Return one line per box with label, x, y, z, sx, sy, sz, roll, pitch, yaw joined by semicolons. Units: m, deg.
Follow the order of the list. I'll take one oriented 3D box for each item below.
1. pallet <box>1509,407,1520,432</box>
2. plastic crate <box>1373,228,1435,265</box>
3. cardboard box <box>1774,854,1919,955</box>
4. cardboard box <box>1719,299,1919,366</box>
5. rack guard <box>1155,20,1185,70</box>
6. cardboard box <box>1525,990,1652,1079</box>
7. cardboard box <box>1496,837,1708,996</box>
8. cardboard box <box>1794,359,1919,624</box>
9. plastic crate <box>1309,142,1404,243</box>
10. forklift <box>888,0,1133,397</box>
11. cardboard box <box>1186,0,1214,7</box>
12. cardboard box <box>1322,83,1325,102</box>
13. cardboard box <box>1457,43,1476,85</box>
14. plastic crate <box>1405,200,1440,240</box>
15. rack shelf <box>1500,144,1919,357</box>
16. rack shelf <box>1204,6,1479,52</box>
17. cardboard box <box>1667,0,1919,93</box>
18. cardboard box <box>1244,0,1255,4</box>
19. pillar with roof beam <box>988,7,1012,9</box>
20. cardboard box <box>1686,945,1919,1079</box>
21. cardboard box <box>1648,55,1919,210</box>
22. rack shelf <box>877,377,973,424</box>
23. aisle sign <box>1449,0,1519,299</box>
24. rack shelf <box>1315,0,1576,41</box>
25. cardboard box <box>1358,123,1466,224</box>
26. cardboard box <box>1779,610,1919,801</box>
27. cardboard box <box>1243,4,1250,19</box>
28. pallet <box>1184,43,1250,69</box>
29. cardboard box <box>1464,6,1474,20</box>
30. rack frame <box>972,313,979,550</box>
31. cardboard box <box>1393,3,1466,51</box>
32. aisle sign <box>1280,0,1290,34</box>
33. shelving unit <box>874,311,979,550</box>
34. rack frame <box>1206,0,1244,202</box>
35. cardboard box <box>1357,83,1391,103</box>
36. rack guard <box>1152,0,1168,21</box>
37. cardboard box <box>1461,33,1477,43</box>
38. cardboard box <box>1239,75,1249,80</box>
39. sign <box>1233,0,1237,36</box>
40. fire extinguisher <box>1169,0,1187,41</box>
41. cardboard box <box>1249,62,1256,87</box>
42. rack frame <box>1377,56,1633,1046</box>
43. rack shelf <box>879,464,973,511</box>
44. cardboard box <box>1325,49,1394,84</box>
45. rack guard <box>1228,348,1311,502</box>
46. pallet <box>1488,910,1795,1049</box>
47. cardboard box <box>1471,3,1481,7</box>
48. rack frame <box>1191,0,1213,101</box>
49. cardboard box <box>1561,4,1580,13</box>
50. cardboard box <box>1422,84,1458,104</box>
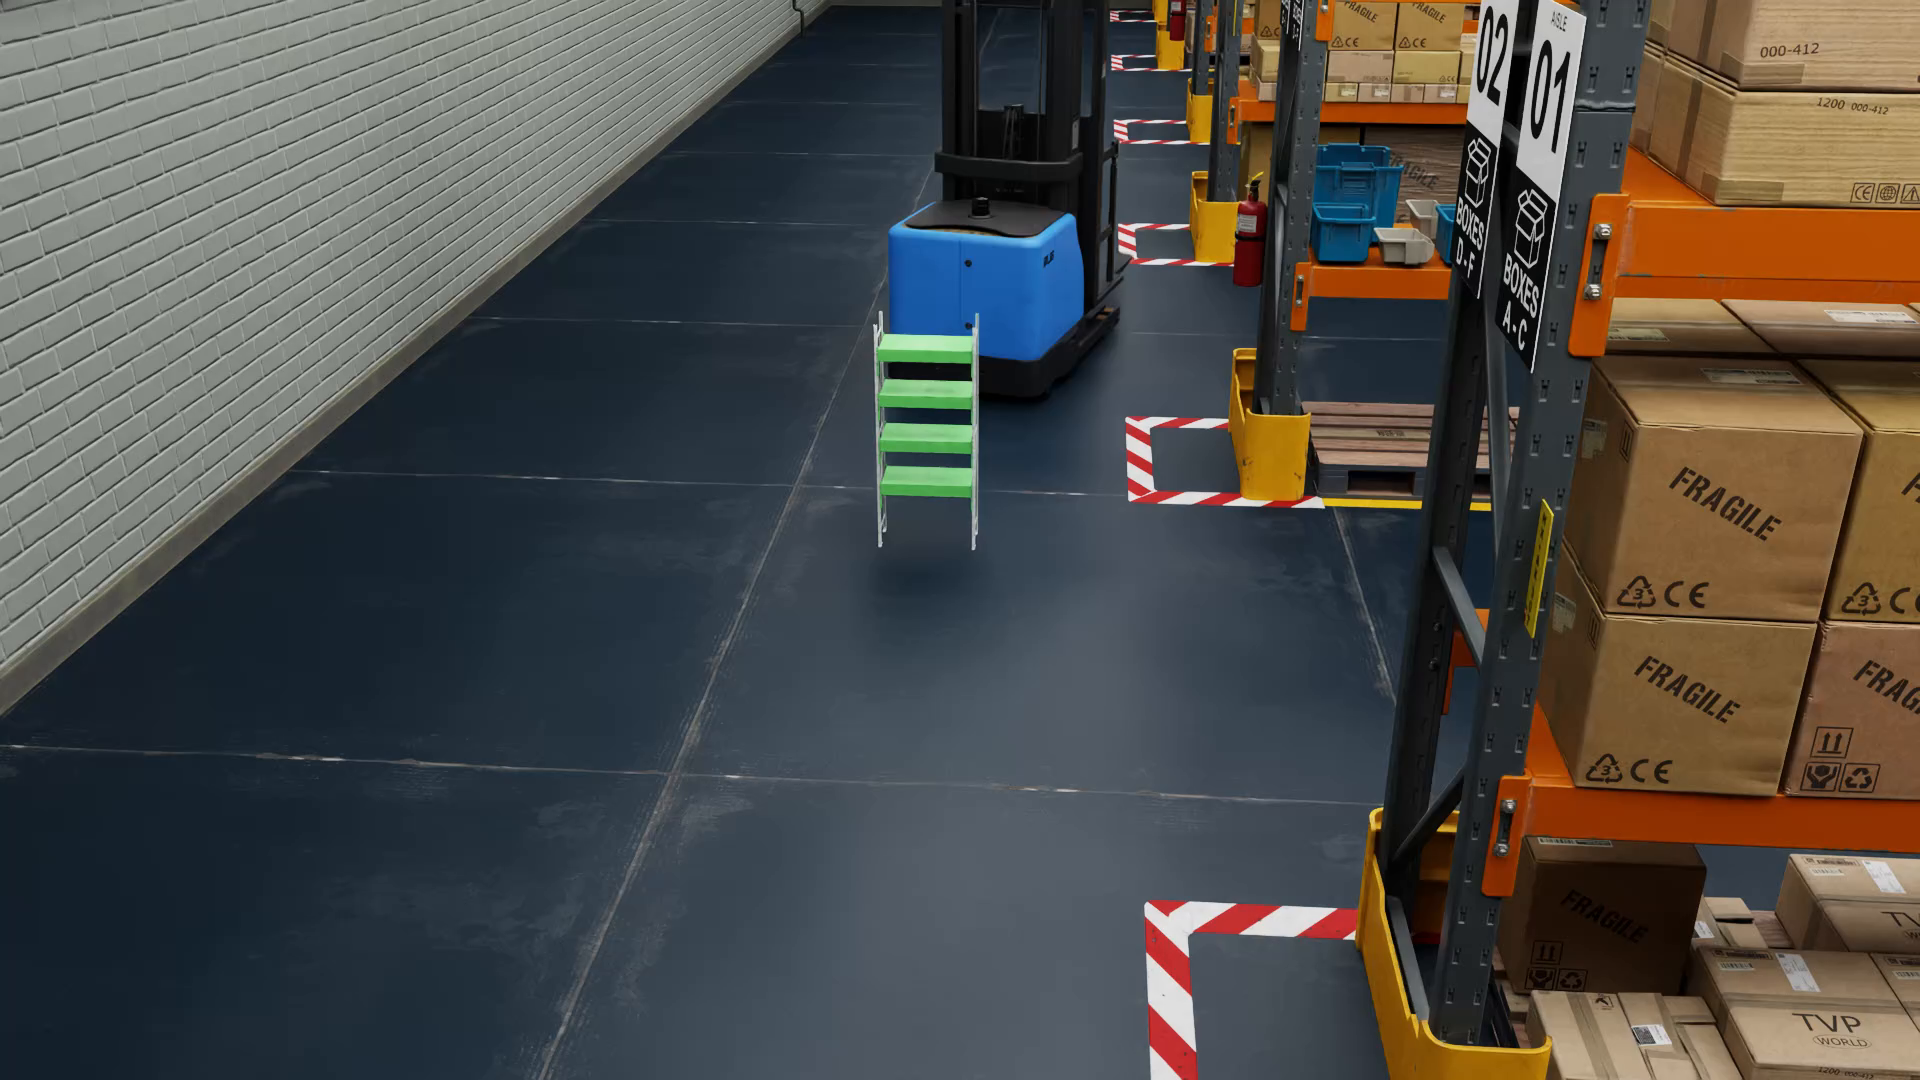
pallet;3.838;-0.479;9.538;1.213;0.211;1.003;2;25;4
plastic crate;2.340;-1.546;8.764;0.298;0.136;0.250;2;25;4
cardboard box;2.928;1.243;5.223;0.500;0.250;0.500;2;25;4
cardboard box;2.391;-0.348;4.602;0.500;0.500;0.500;3;25;5
rack guard;2.919;-6.888;23.121;0.348;0.500;1.175;2;25;4
cardboard box;1.814;1.488;4.812;0.250;0.149;0.380;2;25;4
cardboard box;1.984;1.087;5.264;0.500;0.500;0.500;2;25;4
cardboard box;2.367;-0.126;4.119;0.500;0.500;0.500;2;25;5
plastic crate;2.154;-1.939;9.260;0.499;0.435;0.616;2;25;4
forklift;0.518;-2.827;11.386;1.130;2.935;3.031;9;26;18
cardboard box;3.922;-9.089;27.399;0.637;0.503;0.797;1;25;2
cardboard box;2.769;-3.622;13.333;0.250;0.149;0.380;1;25;3
cardboard box;4.183;-3.786;13.212;0.500;0.250;0.500;1;25;3
plastic crate;2.632;-1.785;9.284;0.243;0.136;0.396;2;25;4
rack shelf;3.417;-0.736;4.032;4.000;0.370;1.077;2;25;4
rack shelf;4.659;-5.566;18.118;4.000;0.370;1.077;2;25;4
cardboard box;1.915;-1.160;3.676;0.500;0.250;0.500;2;25;4
cardboard box;3.092;-6.007;17.742;0.500;0.500;0.500;3;25;6
pillar with roof beam;0.371;-11.485;22.944;0.400;9.000;9.100;2;25;4
cardboard box;2.441;1.437;4.801;0.500;0.250;0.500;2;25;4
cardboard box;1.915;-0.936;3.786;0.500;0.250;0.500;2;25;4
rack shelf;-0.165;-0.710;8.437;0.480;0.148;0.258;2;25;4
aisle sign;1.378;-1.075;4.387;0.004;0.787;0.394;2;25;4
rack shelf;3.800;-2.800;8.519;4.000;0.370;1.077;2;25;4
cardboard box;3.736;-3.102;13.942;0.875;0.875;0.875;2;25;4
cardboard box;2.360;0.329;4.326;0.500;0.500;0.500;2;25;3
cardboard box;2.963;-5.695;17.839;0.250;0.149;0.380;2;25;4
pallet;3.747;-6.763;23.195;1.213;0.211;1.003;2;25;4
cardboard box;5.295;-5.637;17.712;0.250;0.149;0.380;1;25;2
rack frame;0.078;-0.543;8.494;0.015;1.200;0.240;2;25;4
cardboard box;3.658;-4.142;13.090;0.500;0.500;0.500;1;25;3
aisle sign;1.756;-3.133;8.861;0.004;0.787;0.394;2;25;4
shelving unit;-0.165;-0.550;8.511;0.503;1.200;0.258;2;25;4
rack frame;2.185;-3.892;13.621;0.127;3.000;1.000;2;25;4
cardboard box;3.285;-3.606;13.299;0.250;0.149;0.380;1;25;3
rack guard;3.395;-8.954;27.610;0.348;0.500;1.175;2;25;4
cardboard box;4.221;-4.007;13.693;0.500;0.250;0.500;2;25;4
cardboard box;3.162;-4.964;18.146;0.250;0.149;0.380;1;25;2
sign;2.136;-4.091;12.921;0.005;0.325;0.100;2;25;4
fire extinguisher;2.449;-5.952;18.636;0.183;0.674;0.296;2;25;4
cardboard box;2.565;-3.904;13.947;0.250;0.149;0.380;2;25;5
rack frame;1.423;0.236;4.648;0.127;3.000;1.000;2;25;4
rack shelf;-0.165;-0.274;8.638;0.480;0.148;0.258;2;25;4
cardboard box;3.161;-3.818;13.282;0.500;0.250;0.500;2;25;3
rack guard;1.781;-0.688;9.647;0.348;0.500;1.175;2;25;4
pallet;2.293;1.531;5.171;1.213;0.211;1.003;2;25;4
cardboard box;5.632;-5.924;17.560;0.500;0.500;0.500;1;25;3
rack frame;2.665;-5.956;18.106;0.127;3.000;1.000;2;25;4
cardboard box;4.705;-4.328;13.493;0.500;0.500;0.500;1;25;2
cardboard box;3.796;-3.589;13.262;0.250;0.149;0.380;2;25;3
